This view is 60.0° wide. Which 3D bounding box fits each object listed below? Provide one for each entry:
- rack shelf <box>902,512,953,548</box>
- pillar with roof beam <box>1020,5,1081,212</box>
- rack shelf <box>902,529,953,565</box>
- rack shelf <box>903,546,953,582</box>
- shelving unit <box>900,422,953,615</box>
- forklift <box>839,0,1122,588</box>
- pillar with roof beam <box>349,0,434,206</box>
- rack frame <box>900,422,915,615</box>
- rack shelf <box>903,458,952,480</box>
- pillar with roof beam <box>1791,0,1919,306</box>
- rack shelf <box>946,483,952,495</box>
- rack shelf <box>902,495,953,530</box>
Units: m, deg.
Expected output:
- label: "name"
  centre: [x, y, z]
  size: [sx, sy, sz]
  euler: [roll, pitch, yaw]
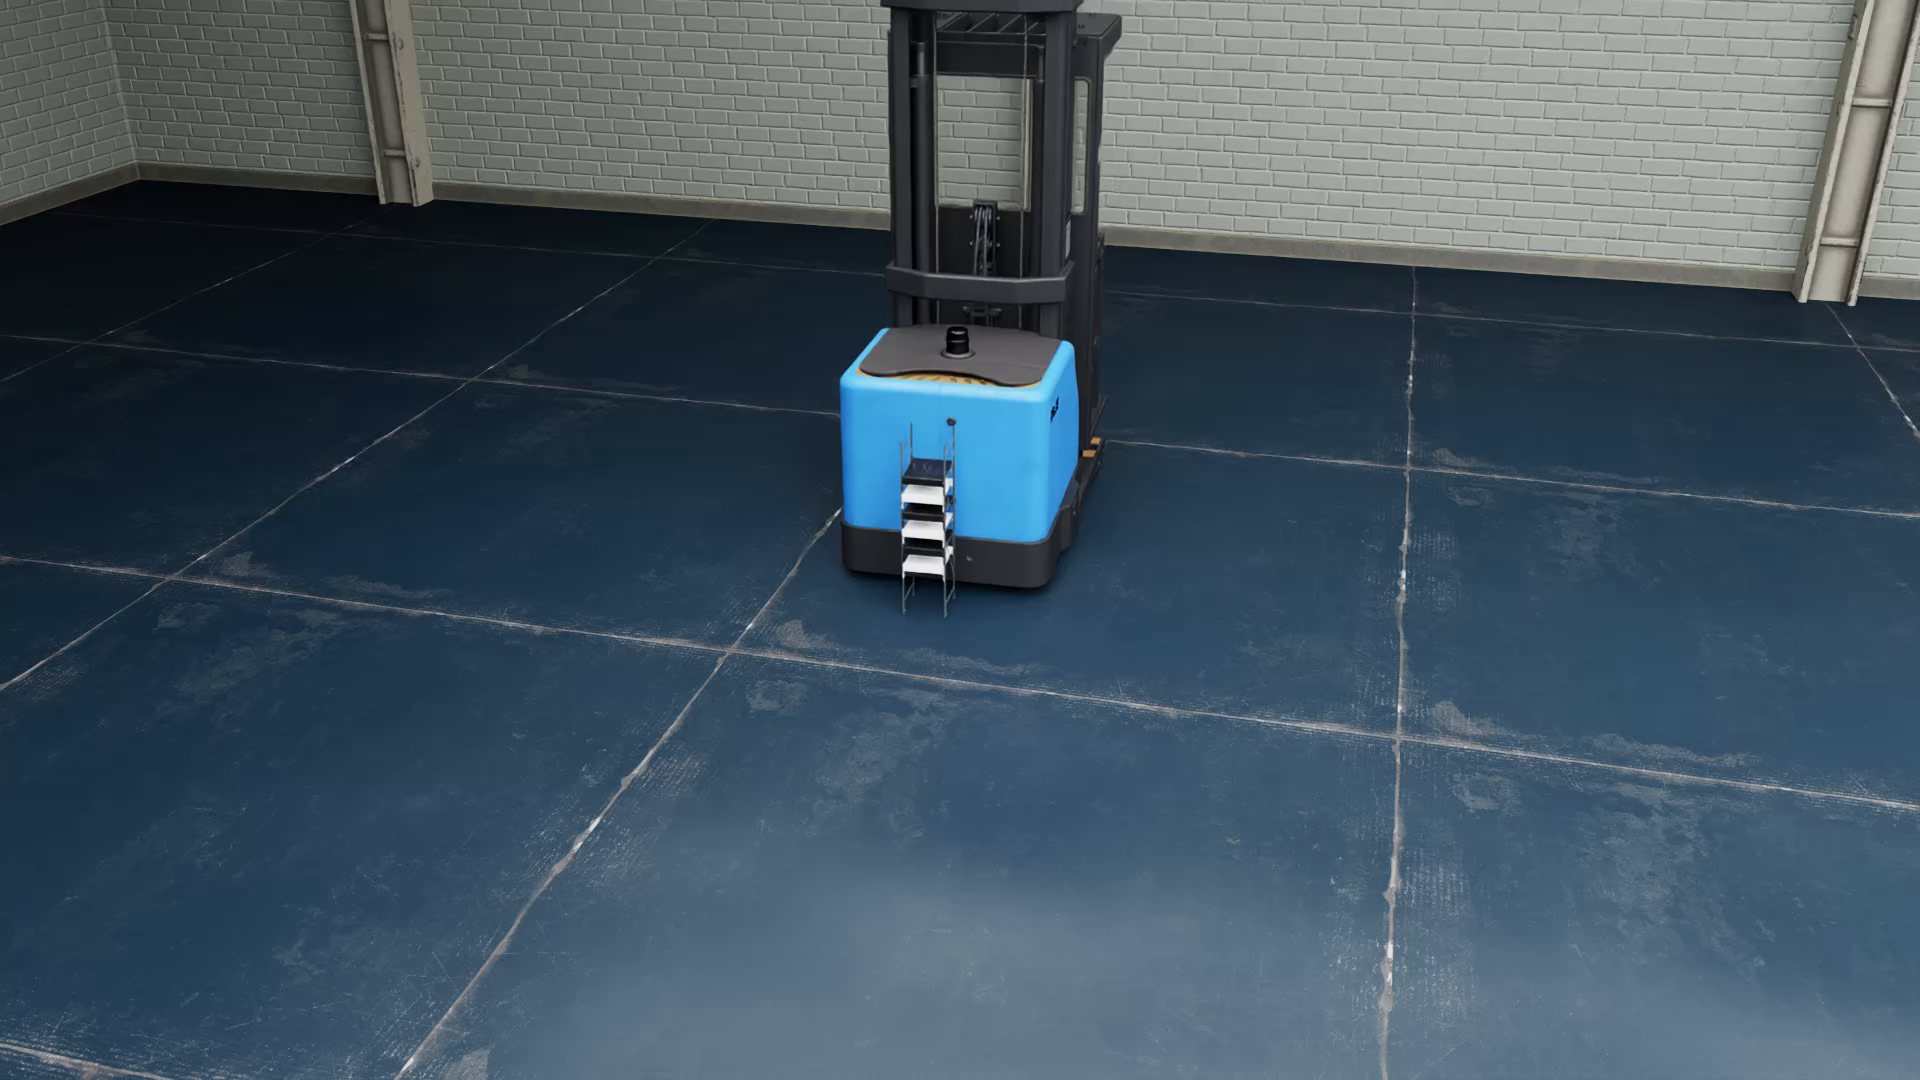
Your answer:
- label: "rack shelf"
  centre: [-0.150, -0.059, 7.904]
  size: [0.200, 0.077, 0.258]
  euler: [5, 26, 10]
- label: "pillar with roof beam"
  centre: [-0.344, -4.748, 8.253]
  size: [0.400, 9.000, 9.100]
  euler: [6, 26, 13]
- label: "rack shelf"
  centre: [-0.150, 0.023, 7.943]
  size: [0.200, 0.077, 0.258]
  euler: [5, 26, 10]
- label: "rack shelf"
  centre: [-0.150, 0.104, 7.981]
  size: [0.200, 0.077, 0.258]
  euler: [5, 26, 10]
- label: "shelving unit"
  centre: [-0.152, -0.089, 7.890]
  size: [0.205, 0.900, 0.258]
  euler: [5, 26, 10]
- label: "forklift"
  centre: [0.230, -1.671, 8.925]
  size: [1.129, 2.867, 3.031]
  euler: [5, 26, 11]
- label: "pillar with roof beam"
  centre: [-6.155, -5.390, 9.603]
  size: [0.400, 9.000, 9.100]
  euler: [6, 26, 13]
- label: "rack frame"
  centre: [-0.249, -0.097, 7.908]
  size: [0.006, 0.900, 0.240]
  euler: [5, 26, 10]
- label: "rack shelf"
  centre: [-0.150, -0.321, 7.779]
  size: [0.190, 0.026, 0.221]
  euler: [5, 26, 10]
- label: "pillar with roof beam"
  centre: [5.467, -4.105, 6.904]
  size: [0.400, 9.000, 9.100]
  euler: [6, 26, 13]
- label: "rack shelf"
  centre: [-0.150, -0.235, 7.820]
  size: [0.184, 0.015, 0.199]
  euler: [5, 26, 10]
- label: "rack shelf"
  centre: [-0.150, -0.140, 7.865]
  size: [0.200, 0.077, 0.258]
  euler: [5, 26, 10]
